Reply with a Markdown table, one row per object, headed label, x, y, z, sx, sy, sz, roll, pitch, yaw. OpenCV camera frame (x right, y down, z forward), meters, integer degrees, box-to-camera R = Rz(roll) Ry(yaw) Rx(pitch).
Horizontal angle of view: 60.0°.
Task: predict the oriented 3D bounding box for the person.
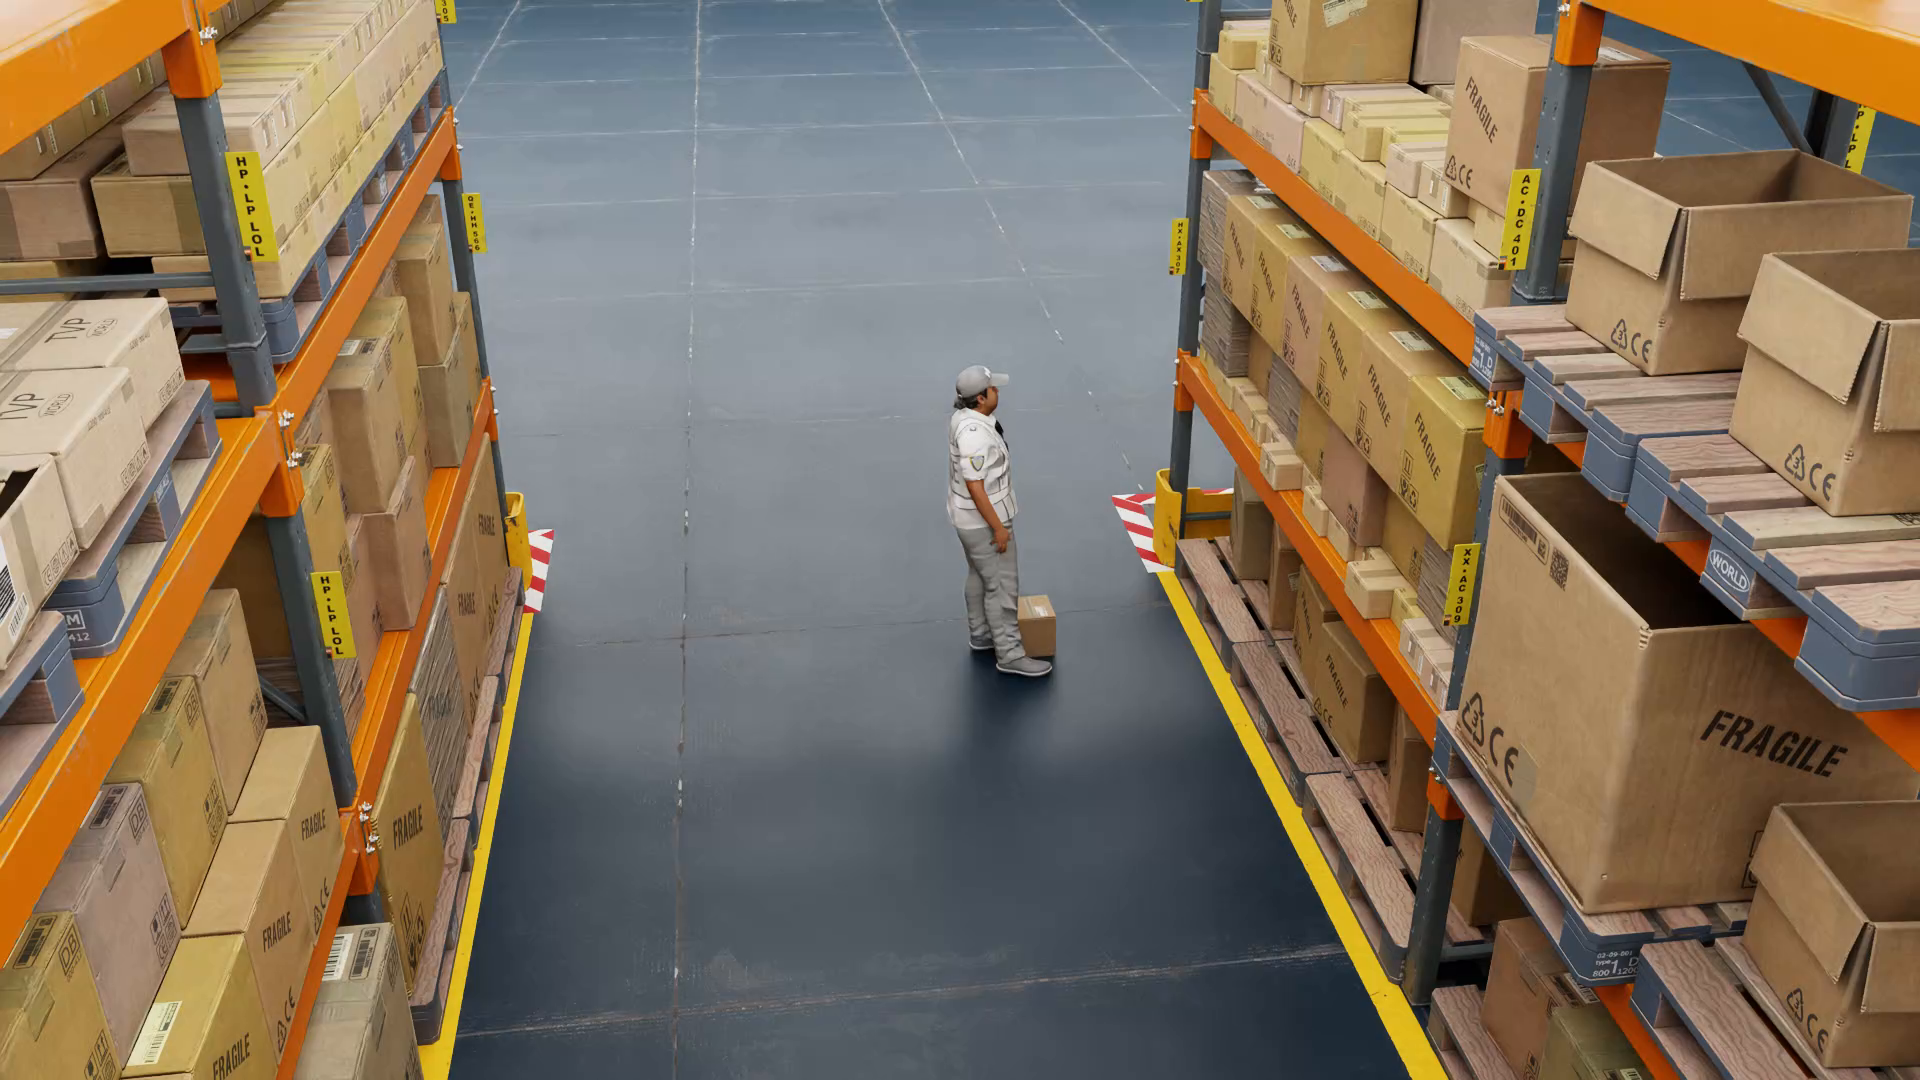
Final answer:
| label | x | y | z | sx | sy | sz | roll | pitch | yaw |
| --- | --- | --- | --- | --- | --- | --- | --- | --- | --- |
| person | 0.204 | -0.123 | 8.830 | 0.529 | 1.670 | 0.598 | -4 | 28 | -7 |
